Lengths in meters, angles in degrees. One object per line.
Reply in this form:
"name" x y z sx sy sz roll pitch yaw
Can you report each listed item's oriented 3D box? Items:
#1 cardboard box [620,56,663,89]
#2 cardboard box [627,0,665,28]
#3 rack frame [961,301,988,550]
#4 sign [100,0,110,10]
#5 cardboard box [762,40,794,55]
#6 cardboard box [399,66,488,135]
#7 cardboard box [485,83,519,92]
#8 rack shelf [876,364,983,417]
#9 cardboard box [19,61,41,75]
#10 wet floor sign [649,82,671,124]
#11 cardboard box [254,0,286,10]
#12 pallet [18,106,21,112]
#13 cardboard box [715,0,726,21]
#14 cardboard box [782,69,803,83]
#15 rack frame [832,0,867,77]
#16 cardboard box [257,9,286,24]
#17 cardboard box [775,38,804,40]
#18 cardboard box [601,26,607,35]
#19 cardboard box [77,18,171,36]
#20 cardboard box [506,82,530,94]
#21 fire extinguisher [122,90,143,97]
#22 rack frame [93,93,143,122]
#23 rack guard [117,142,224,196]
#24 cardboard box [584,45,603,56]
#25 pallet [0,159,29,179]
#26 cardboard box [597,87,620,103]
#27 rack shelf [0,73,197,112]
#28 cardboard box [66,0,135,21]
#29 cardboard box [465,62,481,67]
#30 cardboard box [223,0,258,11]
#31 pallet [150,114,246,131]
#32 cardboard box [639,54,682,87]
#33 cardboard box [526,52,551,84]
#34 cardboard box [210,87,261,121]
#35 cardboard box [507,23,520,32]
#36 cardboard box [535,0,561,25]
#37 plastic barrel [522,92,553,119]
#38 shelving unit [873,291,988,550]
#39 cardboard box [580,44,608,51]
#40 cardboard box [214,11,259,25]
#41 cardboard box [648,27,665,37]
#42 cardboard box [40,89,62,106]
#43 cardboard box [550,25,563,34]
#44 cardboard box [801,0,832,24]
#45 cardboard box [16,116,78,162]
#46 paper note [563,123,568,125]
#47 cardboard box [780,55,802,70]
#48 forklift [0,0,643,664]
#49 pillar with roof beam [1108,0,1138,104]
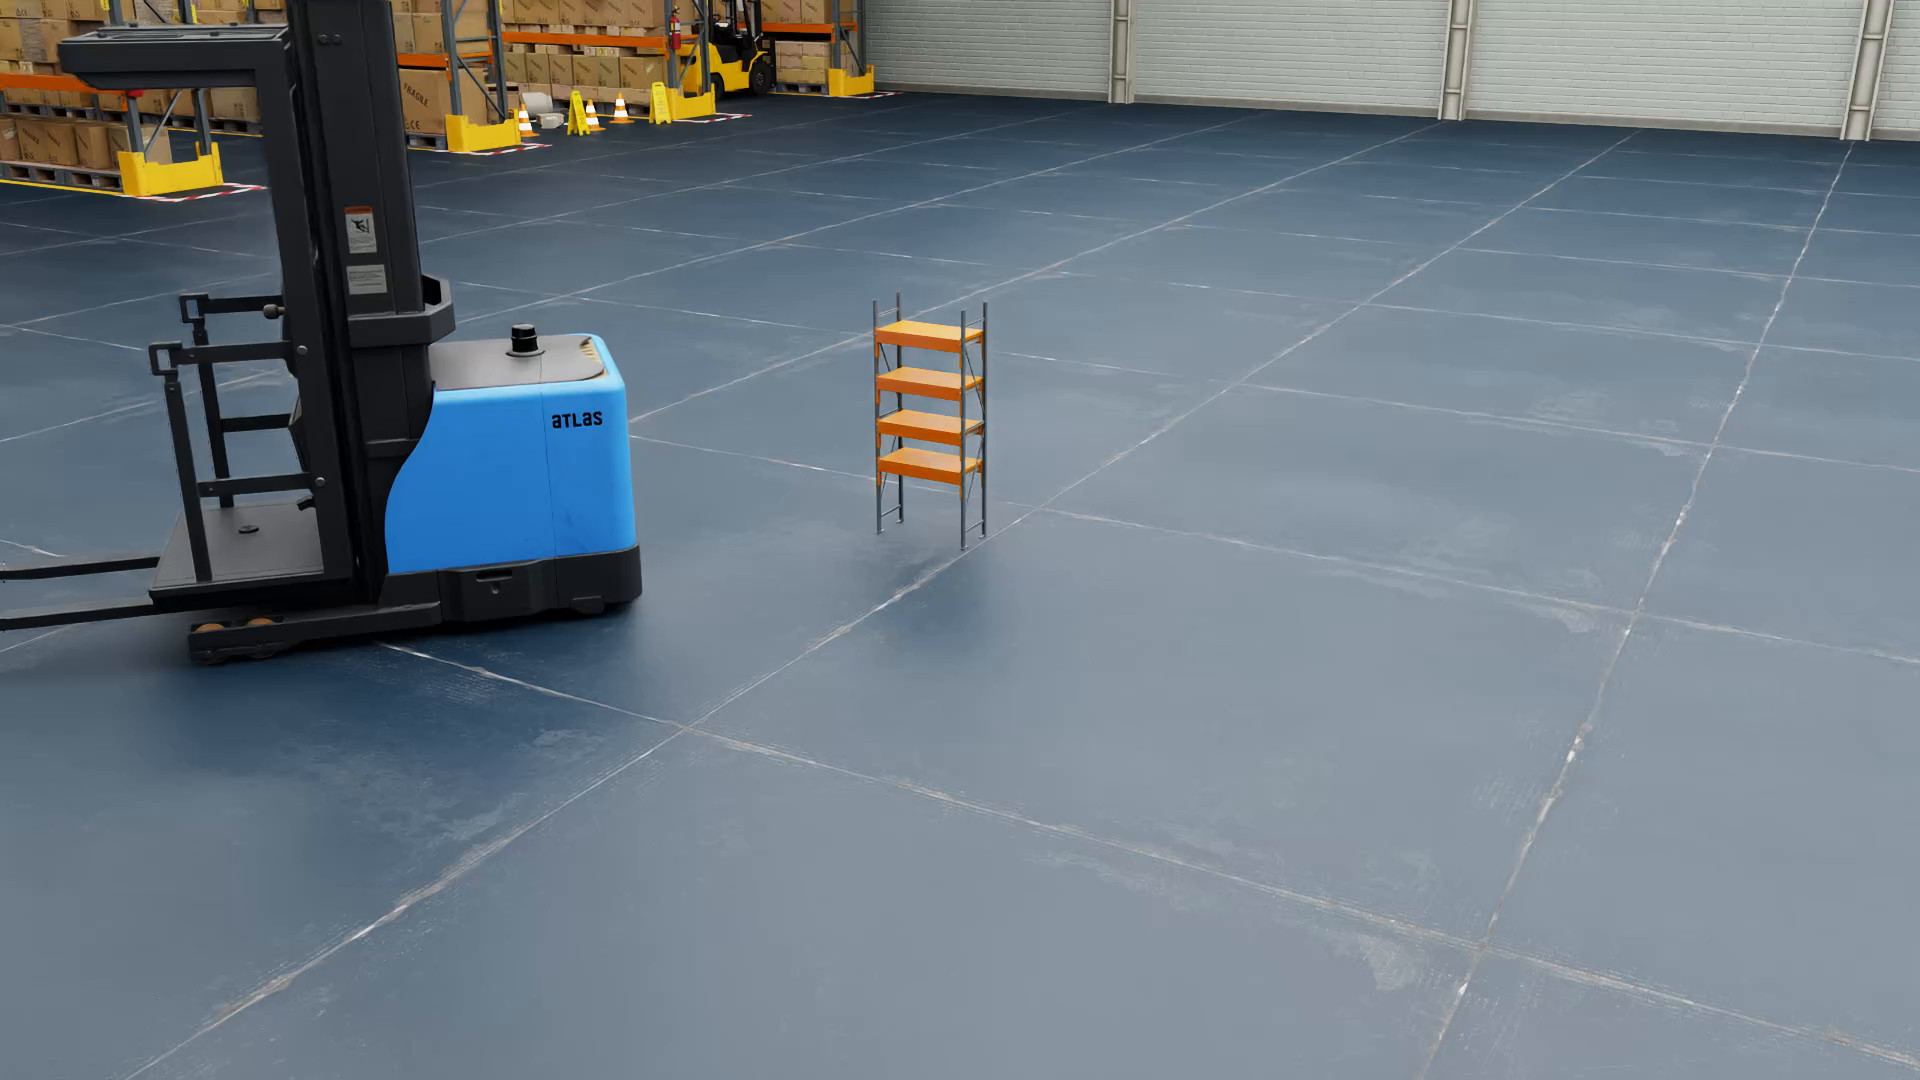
"cardboard box" -5.359 -7.873 27.986 0.500 0.500 0.500 11 23 28
"cardboard box" -5.141 -8.755 27.519 0.500 0.500 0.500 10 22 26
"rack frame" 0.068 -0.551 8.124 0.015 1.200 0.240 11 23 27
"sign" -9.654 -6.141 18.733 0.005 0.325 0.100 11 23 27
"cardboard box" -3.563 -9.561 32.273 0.500 0.250 0.500 11 23 28
"cardboard box" -7.483 -6.361 24.002 0.875 0.875 0.875 11 23 28
"cardboard box" -7.753 -7.468 28.215 0.500 0.500 0.500 -7 21 -20
"rack shelf" -0.145 -0.739 8.183 0.480 0.148 0.258 11 23 27
"cardboard box" -11.076 -5.696 20.036 0.250 0.149 0.380 11 23 27
"wet floor sign" -4.889 -7.103 27.000 0.267 0.644 0.232 -16 26 -38
"cardboard box" -10.045 -8.241 24.882 0.550 0.550 0.875 11 23 27
"pallet" -16.654 -7.625 29.076 1.213 0.211 1.003 11 23 27
"cardboard box" -4.442 -10.433 32.582 0.500 0.500 0.500 11 22 27
"cardboard box" -3.109 -9.013 32.228 0.500 0.250 0.500 11 23 27
"rack frame" -2.115 -10.038 31.639 0.127 3.000 1.000 11 23 27
"cardboard box" -10.023 -7.747 25.104 0.550 0.550 0.875 11 23 27
"cardboard box" -3.312 -9.718 32.706 0.500 0.250 0.500 11 22 27
"cardboard box" -5.847 -8.617 28.089 0.250 0.149 0.380 11 23 28
"cardboard box" -9.832 -5.896 19.638 0.500 0.500 0.875 11 23 27
"cardboard box" -7.641 -7.951 29.303 0.500 0.250 0.500 10 22 25
"fire extinguisher" -9.490 -5.417 19.013 0.183 0.674 0.296 11 23 27
"rack frame" -13.843 -8.400 27.123 0.127 3.000 1.000 11 23 27
"rack guard" -9.432 -4.447 19.892 0.348 0.500 1.175 11 23 27
"cardboard box" -6.160 -8.306 28.229 0.250 0.149 0.380 12 23 30
"pallet" -12.254 -4.863 21.461 1.213 0.211 1.003 11 23 27
"cardboard box" -5.818 -7.607 28.355 0.500 0.250 0.500 11 23 27
"rack shelf" -11.112 -5.604 20.470 4.000 0.370 1.077 11 23 27
"cardboard box" -9.966 -6.284 19.242 0.500 0.500 0.500 11 23 27
"cardboard box" -10.463 -10.570 36.155 0.500 0.500 0.500 12 23 30
"cardboard box" -10.787 -8.332 25.324 0.500 0.500 0.700 10 22 26
"pallet" -12.130 -6.732 26.615 1.213 0.211 1.003 11 23 27
"cardboard box" -5.123 -8.037 28.440 0.500 0.500 0.500 10 22 26
"cardboard box" -7.168 -8.218 28.939 0.500 0.500 0.500 12 23 29
"cardboard box" -10.936 -6.951 25.812 0.750 0.750 1.050 11 23 27
"cardboard box" -7.660 -8.932 28.960 0.250 0.149 0.380 12 23 29
"cardboard box" -6.895 -9.092 28.447 0.500 0.500 0.500 11 22 27
"plastic barrel" -7.074 -7.241 27.708 0.512 0.421 0.421 -7 21 -20
"shelving unit" -0.145 -0.592 8.236 0.503 1.200 0.258 11 23 27
"cardboard box" -7.399 -10.124 34.741 0.625 0.625 0.875 10 22 25
"cardboard box" -10.936 -7.789 25.292 0.500 0.500 0.500 11 22 27
"cardboard box" -4.963 -8.440 27.602 0.250 0.149 0.380 12 23 29
"cardboard box" -14.996 -7.541 27.806 0.500 0.500 0.500 12 23 29
"cardboard box" -6.794 -8.743 28.439 0.250 0.149 0.380 11 23 28
"cardboard box" -2.673 -10.089 31.632 0.500 0.500 0.500 10 22 26
"cardboard box" -11.444 -5.046 20.926 0.500 0.500 0.500 9 22 23
"paper note" -6.329 -6.729 26.870 0.142 0.019 0.148 3 20 9
"cardboard box" -3.125 -9.252 32.156 0.500 0.250 0.500 11 22 27
"forklift" -3.007 -1.061 6.992 3.031 2.935 1.130 -6 21 -16
"pillar with roof beam" 0.855 -10.963 25.391 0.400 9.000 9.100 11 23 27
